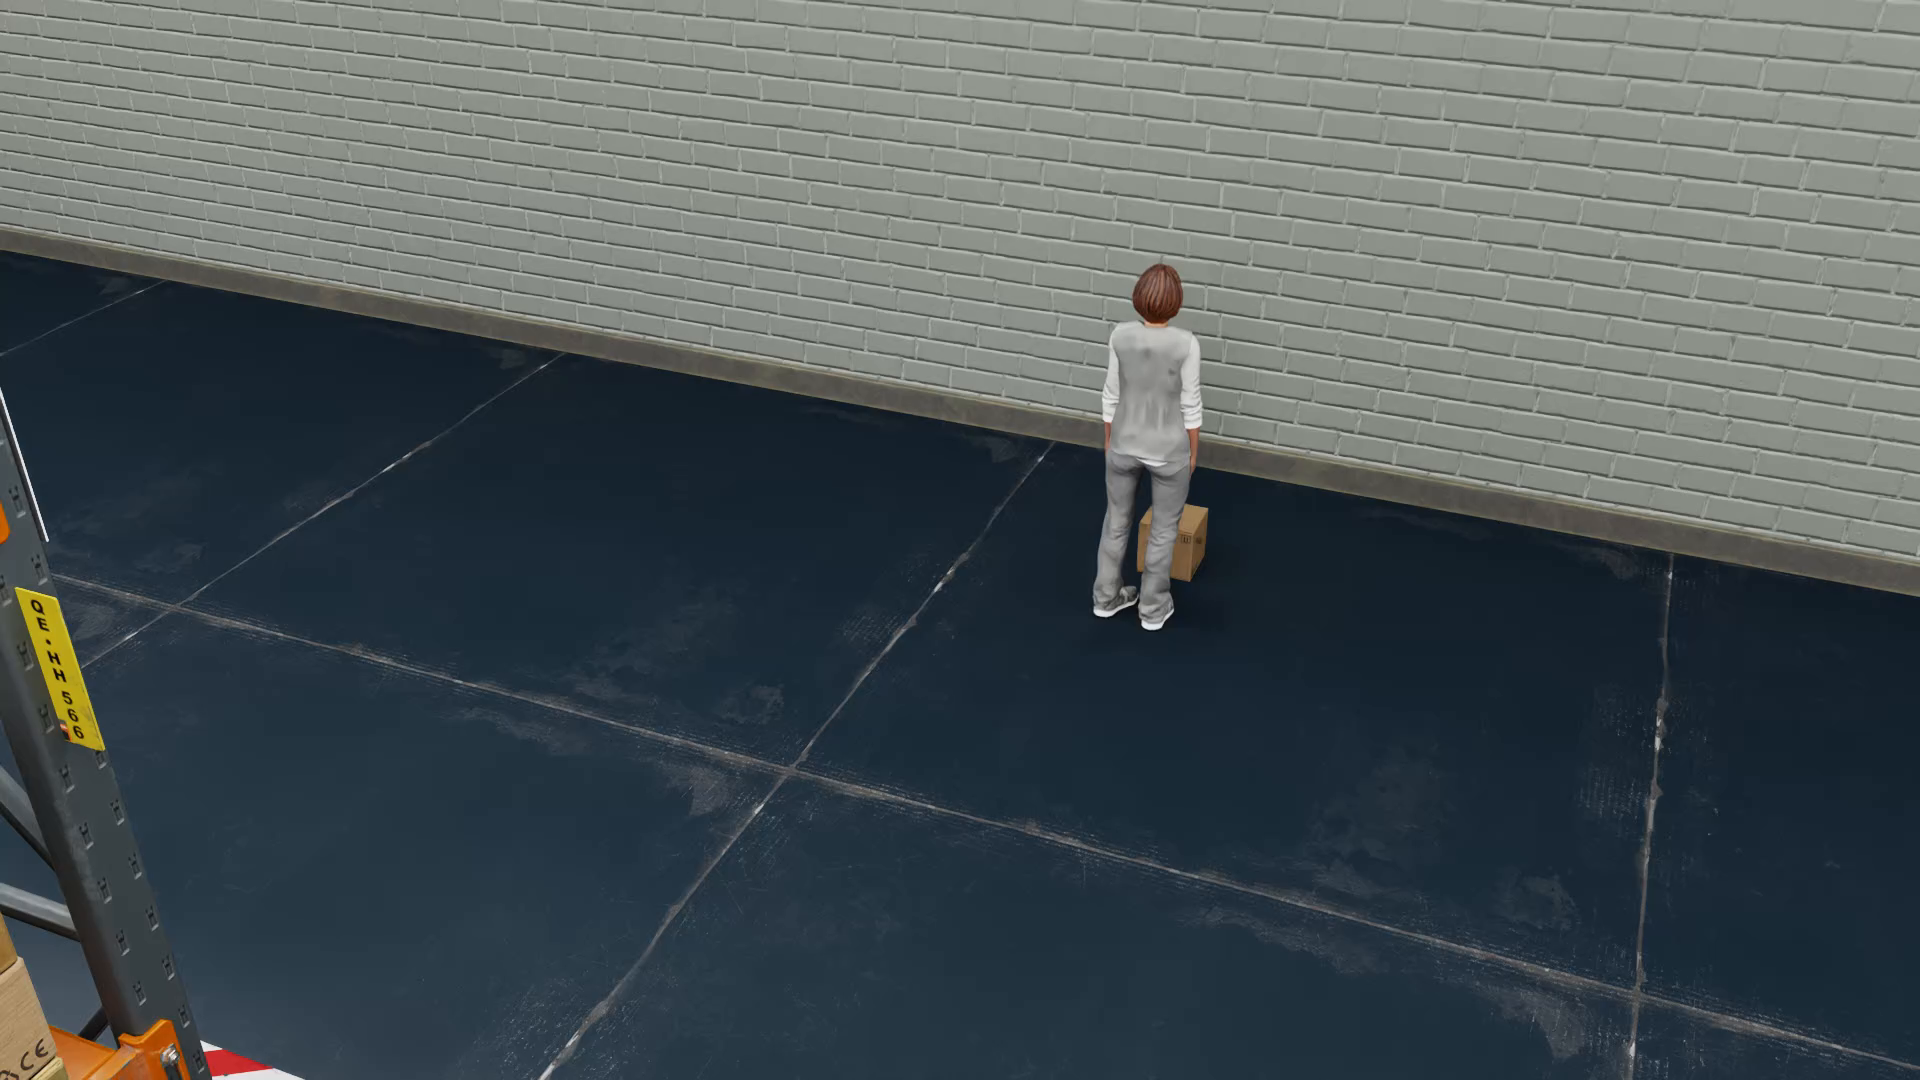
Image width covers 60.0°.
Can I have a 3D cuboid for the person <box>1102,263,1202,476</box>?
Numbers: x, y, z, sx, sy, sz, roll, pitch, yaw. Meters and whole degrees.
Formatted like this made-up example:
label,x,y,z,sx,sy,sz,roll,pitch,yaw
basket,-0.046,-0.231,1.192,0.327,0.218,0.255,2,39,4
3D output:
label,x,y,z,sx,sy,sz,roll,pitch,yaw
person,0.770,-0.607,6.622,0.414,0.821,0.302,12,32,19
